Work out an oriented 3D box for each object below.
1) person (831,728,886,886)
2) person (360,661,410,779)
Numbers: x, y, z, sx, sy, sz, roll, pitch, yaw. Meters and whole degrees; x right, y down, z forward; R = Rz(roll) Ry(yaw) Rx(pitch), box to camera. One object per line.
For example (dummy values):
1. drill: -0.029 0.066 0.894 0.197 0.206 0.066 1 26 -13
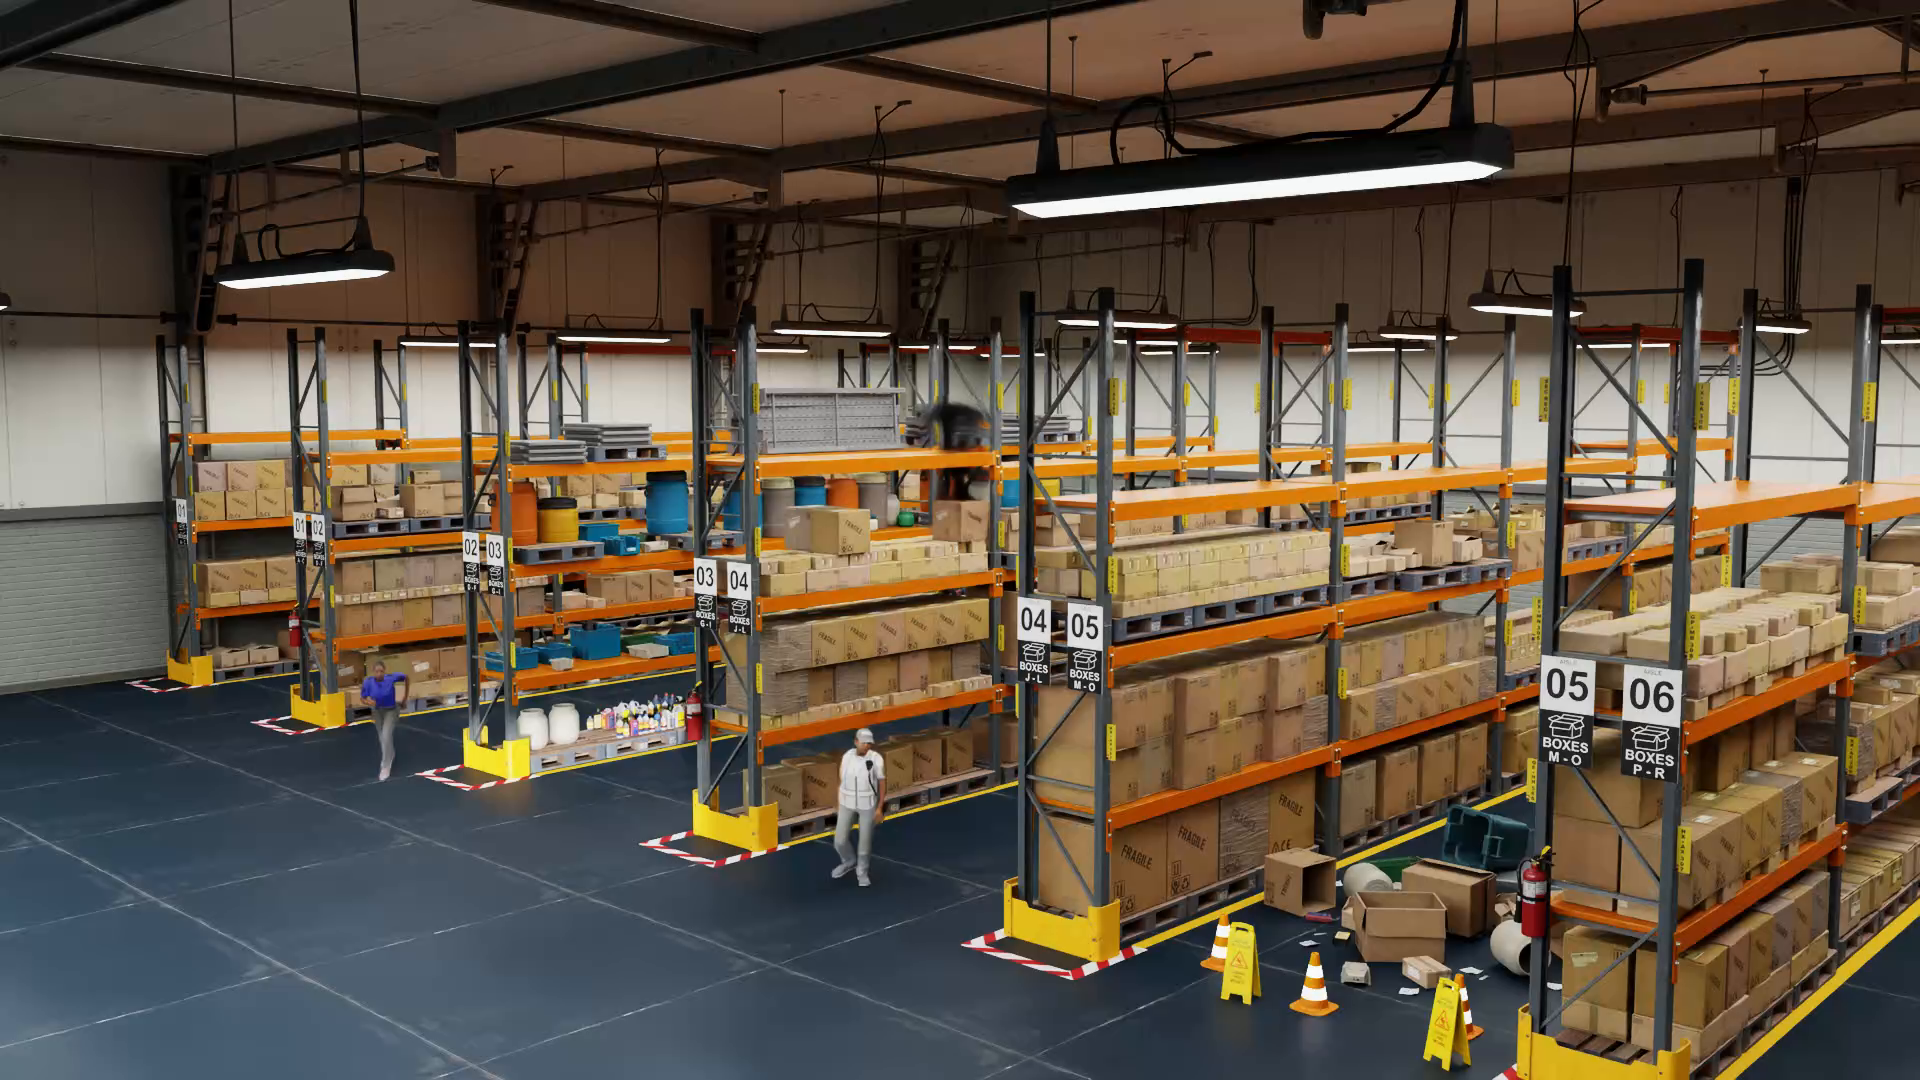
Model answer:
1. person: -1.053 2.735 17.043 0.590 1.658 0.453 0 5 5
2. person: -7.584 2.343 22.013 0.597 1.615 0.963 -1 5 -7
